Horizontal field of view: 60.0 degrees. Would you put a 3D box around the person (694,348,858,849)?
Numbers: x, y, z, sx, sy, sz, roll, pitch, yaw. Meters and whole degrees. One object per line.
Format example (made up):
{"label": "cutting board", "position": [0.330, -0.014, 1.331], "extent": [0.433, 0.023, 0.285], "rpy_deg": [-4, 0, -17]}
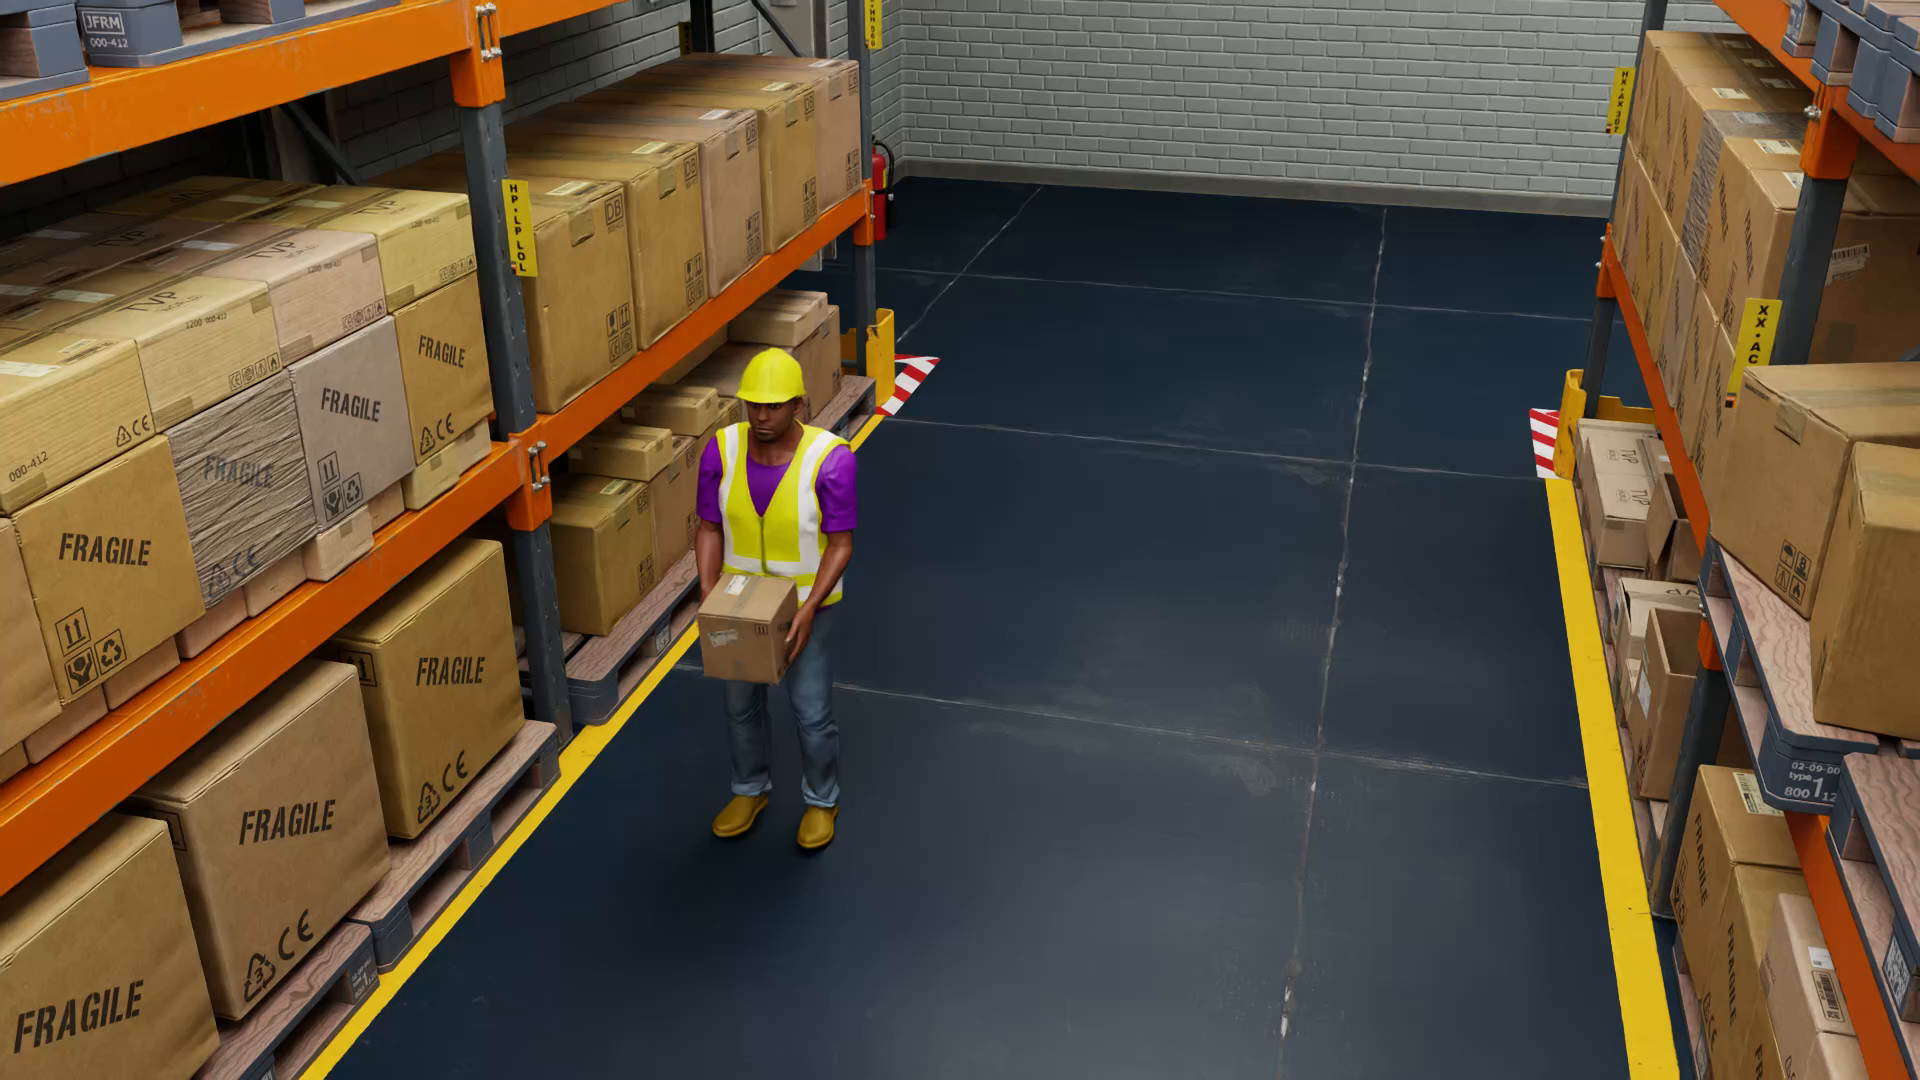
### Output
{"label": "person", "position": [-0.626, 0.233, 5.583], "extent": [0.558, 1.769, 0.520], "rpy_deg": [6, 26, 13]}
